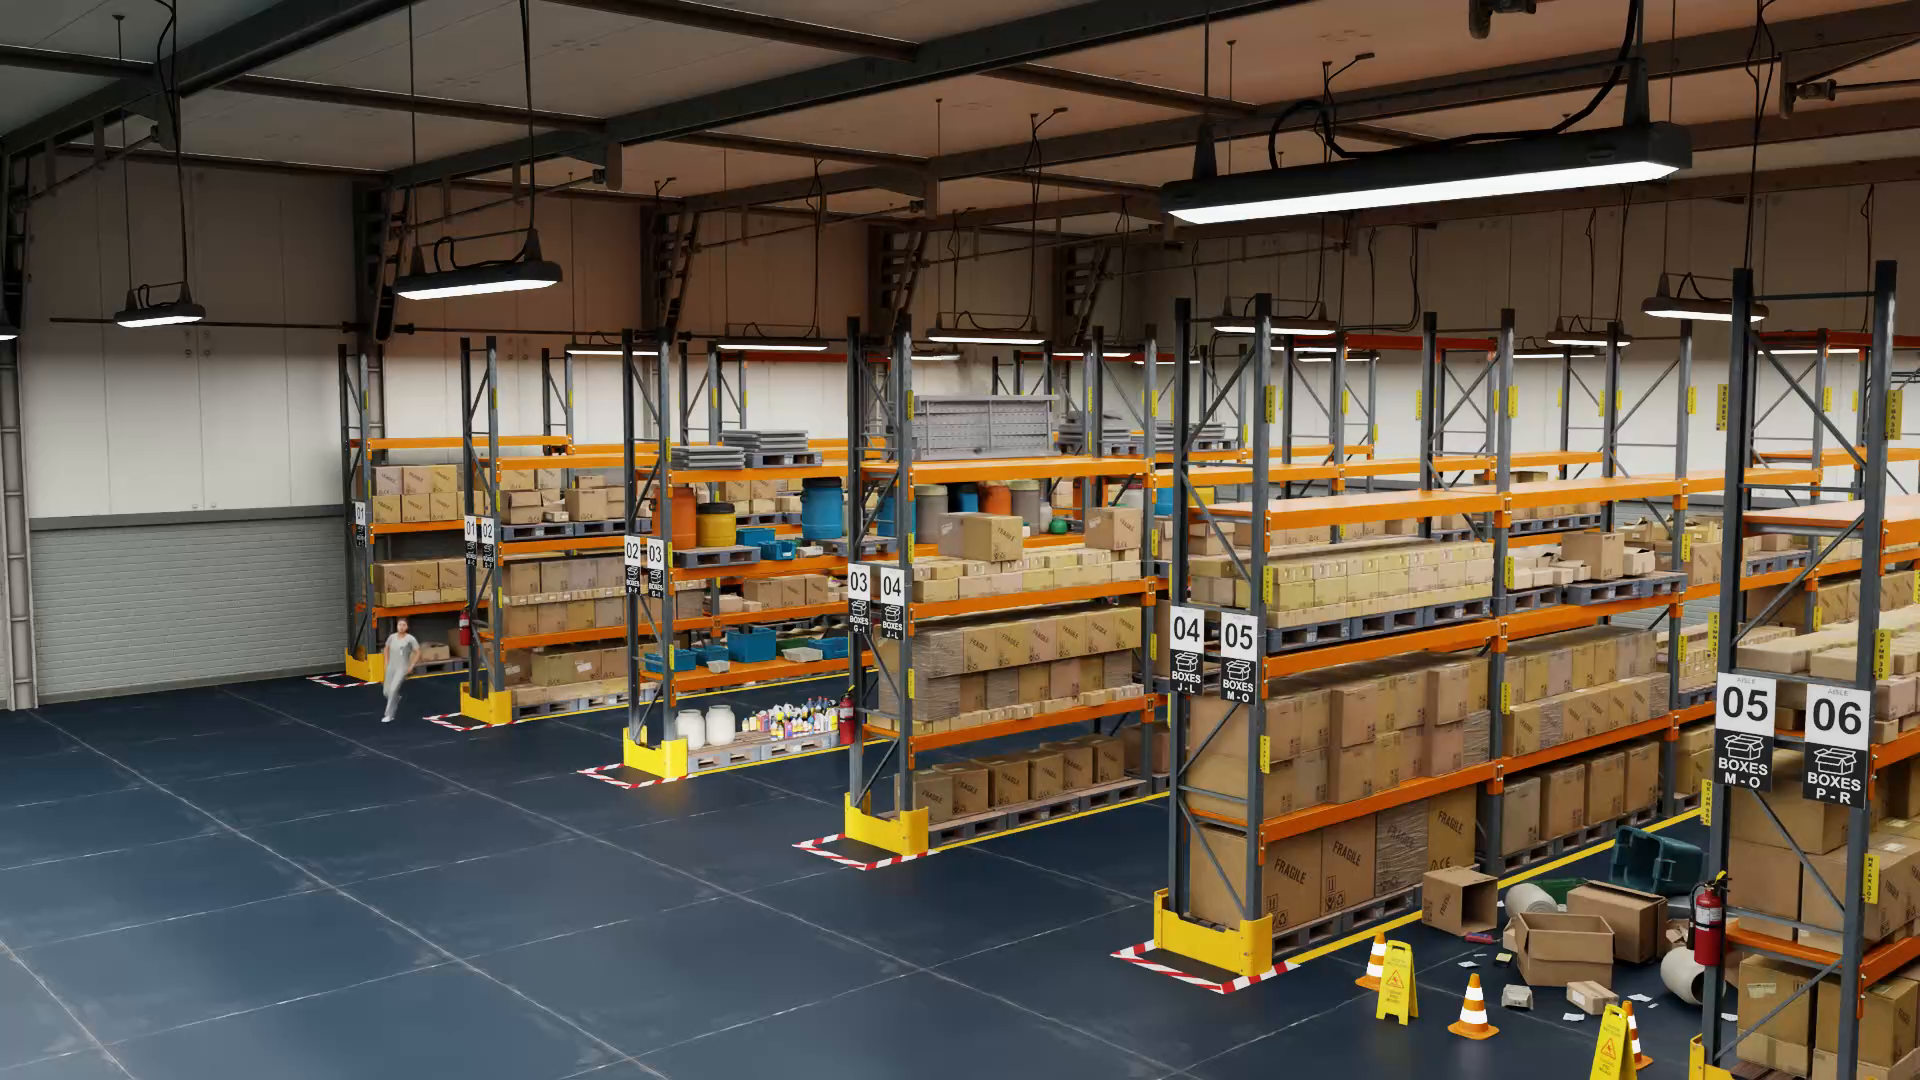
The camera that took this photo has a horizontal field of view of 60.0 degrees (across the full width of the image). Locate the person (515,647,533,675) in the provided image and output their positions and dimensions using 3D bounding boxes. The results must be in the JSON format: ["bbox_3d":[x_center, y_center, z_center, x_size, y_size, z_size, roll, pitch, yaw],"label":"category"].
[{"bbox_3d":[-7.455,1.800,28.304,0.579,1.686,0.886,4,6,35],"label":"person"}]

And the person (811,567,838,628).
[{"bbox_3d":[-2.682,1.339,33.001,0.684,1.794,0.676,-4,7,-39],"label":"person"}]

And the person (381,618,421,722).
[{"bbox_3d":[-8.778,2.016,26.154,0.637,1.625,0.671,0,5,4],"label":"person"}]
